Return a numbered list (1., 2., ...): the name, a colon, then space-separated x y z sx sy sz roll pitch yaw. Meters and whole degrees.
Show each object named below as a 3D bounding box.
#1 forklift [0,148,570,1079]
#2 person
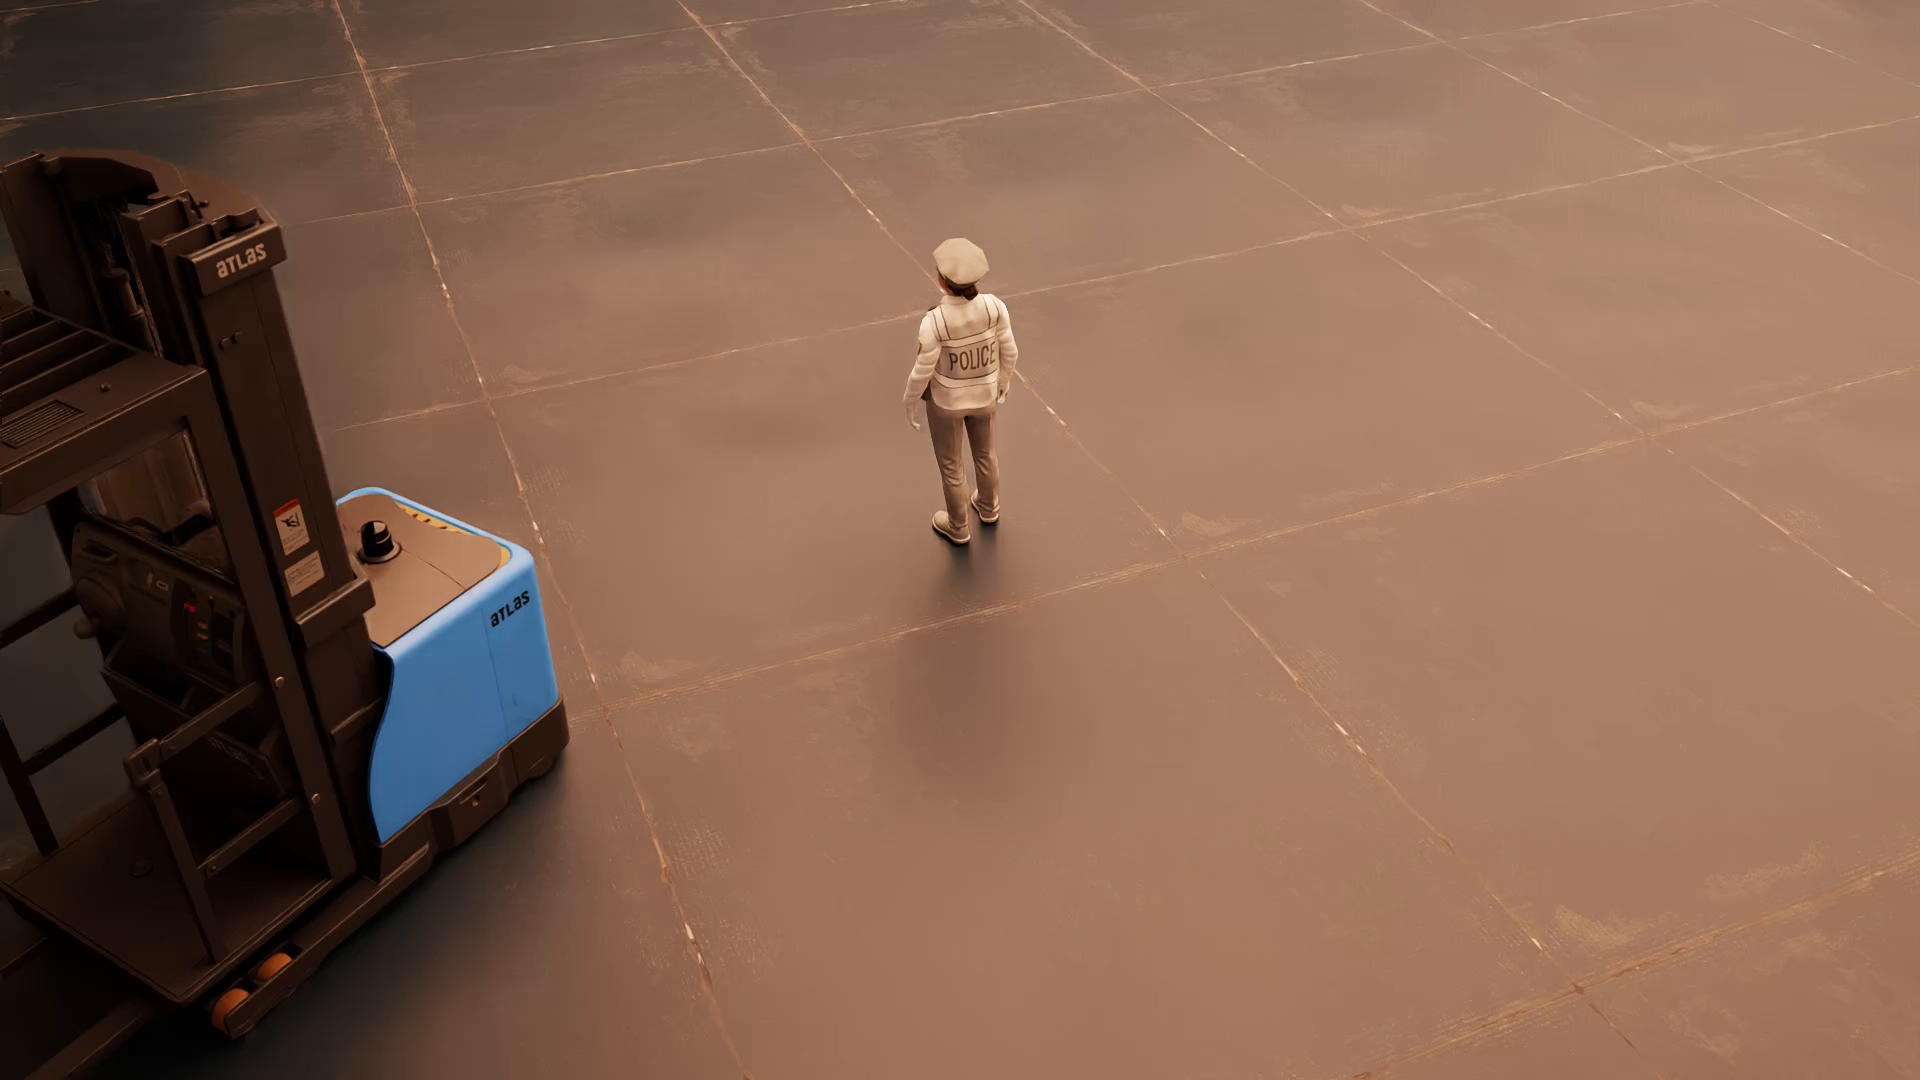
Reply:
1. forklift: -2.913 0.303 5.672 1.130 2.935 3.031 20 40 26
2. person: -0.020 -0.735 8.187 0.586 1.694 0.530 -14 38 -19
